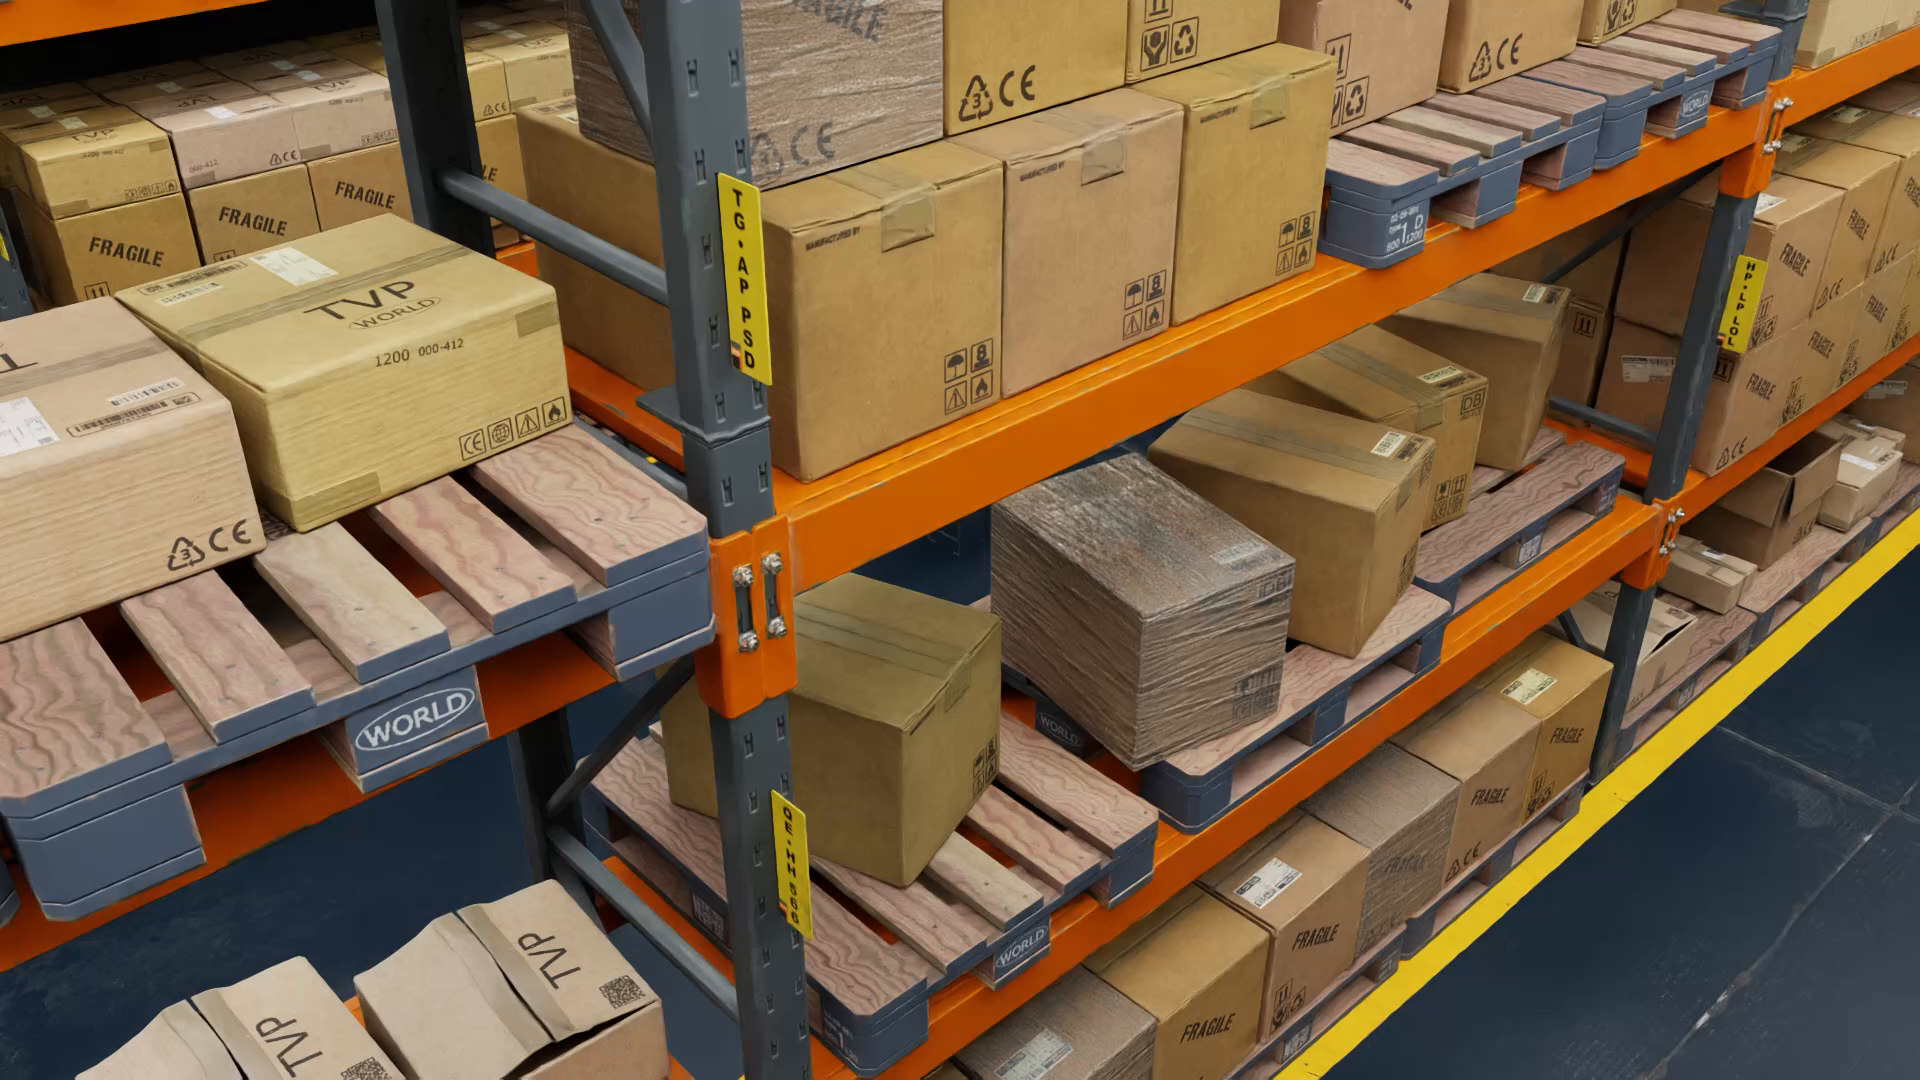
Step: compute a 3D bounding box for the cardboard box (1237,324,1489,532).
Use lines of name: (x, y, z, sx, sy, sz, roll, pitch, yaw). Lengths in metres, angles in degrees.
cardboard box: (1.268, -0.373, 5.486, 0.500, 0.500, 0.700, -19, 36, -28)

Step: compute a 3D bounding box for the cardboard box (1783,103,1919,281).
cardboard box: (3.520, -1.396, 6.603, 0.500, 0.500, 0.500, -27, 41, -37)

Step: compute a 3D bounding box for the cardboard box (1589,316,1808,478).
cardboard box: (2.787, -0.621, 6.295, 0.500, 0.500, 0.500, -25, 39, -34)

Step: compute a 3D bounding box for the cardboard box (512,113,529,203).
cardboard box: (-2.051, -1.954, 8.170, 0.500, 0.500, 0.500, -26, 40, -35)

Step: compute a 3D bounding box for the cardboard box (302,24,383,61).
cardboard box: (-2.786, -2.279, 7.982, 0.500, 0.250, 0.500, -27, 40, -36)

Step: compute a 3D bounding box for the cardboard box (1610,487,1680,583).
cardboard box: (3.003, -0.119, 7.725, 0.500, 0.311, 0.500, -26, 40, -35)

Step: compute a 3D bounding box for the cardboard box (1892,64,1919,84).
cardboard box: (4.275, -1.762, 7.201, 0.500, 0.500, 0.500, -25, 39, -34)

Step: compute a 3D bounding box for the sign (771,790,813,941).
sign: (-0.325, 0.634, 3.228, 0.005, 0.325, 0.100, -26, 40, -35)

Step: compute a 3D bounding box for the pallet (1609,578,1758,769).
pallet: (2.732, 0.445, 7.321, 1.213, 0.211, 1.003, -26, 40, -35)

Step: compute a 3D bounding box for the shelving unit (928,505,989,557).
shelving unit: (-0.011, -0.507, 7.929, 0.189, 1.200, 0.258, -26, 40, -35)

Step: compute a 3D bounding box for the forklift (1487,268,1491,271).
forklift: (2.666, -2.359, 9.299, 3.031, 2.935, 1.130, -23, 38, -32)

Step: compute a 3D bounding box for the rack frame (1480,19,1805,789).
rack frame: (2.228, -0.502, 6.195, 0.127, 3.000, 1.000, -26, 40, -35)

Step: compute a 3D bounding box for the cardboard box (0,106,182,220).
cardboard box: (-3.546, -1.547, 6.786, 0.500, 0.250, 0.500, -25, 39, -34)

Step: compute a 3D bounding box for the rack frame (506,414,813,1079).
rack frame: (-0.705, 0.917, 3.875, 0.127, 3.000, 1.000, -26, 40, -35)

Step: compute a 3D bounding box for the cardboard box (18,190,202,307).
cardboard box: (-3.546, -1.229, 6.985, 0.500, 0.500, 0.500, -24, 39, -34)

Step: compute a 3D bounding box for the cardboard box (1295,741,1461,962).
cardboard box: (1.325, 1.011, 5.695, 0.500, 0.500, 0.500, -25, 39, -35)

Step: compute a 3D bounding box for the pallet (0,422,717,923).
pallet: (-1.142, -0.007, 2.692, 1.003, 0.211, 1.213, -24, 39, -33)

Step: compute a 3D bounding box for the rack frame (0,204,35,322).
rack frame: (-4.076, -0.977, 6.972, 0.127, 3.000, 1.000, -26, 40, -35)

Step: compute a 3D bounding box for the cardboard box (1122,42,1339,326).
cardboard box: (0.347, -0.938, 3.938, 0.500, 0.500, 0.910, -26, 40, -35)

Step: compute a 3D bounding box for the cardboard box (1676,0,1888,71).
cardboard box: (2.753, -1.795, 5.579, 0.500, 0.250, 0.500, -26, 40, -35)

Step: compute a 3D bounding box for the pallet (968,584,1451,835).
pallet: (0.718, 0.307, 5.056, 1.213, 0.211, 1.003, -26, 40, -35)

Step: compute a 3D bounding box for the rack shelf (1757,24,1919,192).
rack shelf: (3.695, -2.184, 6.761, 4.000, 0.370, 1.077, -26, 40, -35)

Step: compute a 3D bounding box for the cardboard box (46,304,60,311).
cardboard box: (-3.677, -0.906, 7.078, 0.250, 0.149, 0.380, -26, 40, -36)

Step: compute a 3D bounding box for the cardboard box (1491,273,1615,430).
cardboard box: (2.420, -0.820, 6.620, 0.500, 0.500, 0.500, -25, 39, -35)

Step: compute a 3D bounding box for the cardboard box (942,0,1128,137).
cardboard box: (-0.007, -1.165, 3.351, 0.500, 0.500, 0.500, -26, 40, -35)

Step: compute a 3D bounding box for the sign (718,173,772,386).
sign: (-0.334, -0.402, 2.585, 0.005, 0.325, 0.100, -26, 40, -35)

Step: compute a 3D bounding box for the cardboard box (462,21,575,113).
cardboard box: (-2.067, -2.271, 7.970, 0.500, 0.250, 0.500, -25, 39, -35)

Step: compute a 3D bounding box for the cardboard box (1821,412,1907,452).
cardboard box: (4.572, -0.503, 8.492, 0.250, 0.166, 0.380, -26, 40, -35)

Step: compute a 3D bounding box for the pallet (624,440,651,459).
pallet: (-1.657, -0.903, 9.525, 1.213, 0.211, 1.003, -26, 40, -35)

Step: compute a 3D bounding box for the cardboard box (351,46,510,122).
cardboard box: (-2.440, -2.090, 7.674, 0.500, 0.250, 0.500, -27, 40, -36)

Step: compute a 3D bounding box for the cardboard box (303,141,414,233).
cardboard box: (-2.791, -1.587, 7.570, 0.500, 0.500, 0.500, -26, 40, -36)

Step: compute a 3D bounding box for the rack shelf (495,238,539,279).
rack shelf: (-2.609, -1.379, 8.320, 4.000, 0.370, 1.077, -26, 40, -35)

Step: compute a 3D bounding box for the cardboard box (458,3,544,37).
cardboard box: (-2.400, -2.462, 8.282, 0.500, 0.250, 0.500, -27, 41, -37)

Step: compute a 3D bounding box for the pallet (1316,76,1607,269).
pallet: (0.944, -1.128, 4.524, 1.003, 0.211, 1.213, -26, 40, -35)

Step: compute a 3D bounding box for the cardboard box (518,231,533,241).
cardboard box: (-2.159, -1.635, 8.270, 0.250, 0.149, 0.380, -27, 41, -37)

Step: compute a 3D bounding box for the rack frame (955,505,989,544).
rack frame: (0.056, -0.539, 7.982, 0.006, 1.200, 0.240, -26, 40, -35)

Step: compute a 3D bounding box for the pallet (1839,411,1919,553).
pallet: (4.522, -0.421, 8.736, 1.213, 0.211, 1.003, -26, 40, -35)

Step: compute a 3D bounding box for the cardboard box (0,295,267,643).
cardboard box: (-1.371, -0.103, 2.408, 0.500, 0.250, 0.500, -25, 39, -34)

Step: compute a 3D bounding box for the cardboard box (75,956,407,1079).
cardboard box: (-1.492, 1.198, 3.501, 0.500, 0.311, 0.500, -26, 40, -36)

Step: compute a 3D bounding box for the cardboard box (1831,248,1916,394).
cardboard box: (3.529, -0.980, 6.882, 0.500, 0.500, 0.500, -26, 40, -36)

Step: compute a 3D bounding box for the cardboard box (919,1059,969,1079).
cardboard box: (-0.177, 1.744, 4.498, 0.500, 0.500, 0.500, -24, 39, -34)

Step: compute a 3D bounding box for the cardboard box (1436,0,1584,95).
cardboard box: (1.334, -1.650, 4.603, 0.600, 0.600, 0.600, -26, 40, -36)

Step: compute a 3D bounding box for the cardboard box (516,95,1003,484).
cardboard box: (-0.408, -0.573, 3.341, 0.500, 0.500, 0.910, -26, 40, -35)

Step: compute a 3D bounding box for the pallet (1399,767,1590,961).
pallet: (1.657, 0.991, 6.427, 1.213, 0.211, 1.003, -26, 40, -35)

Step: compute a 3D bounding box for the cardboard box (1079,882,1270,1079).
cardboard box: (0.574, 1.380, 5.093, 0.500, 0.500, 0.500, -26, 40, -36)

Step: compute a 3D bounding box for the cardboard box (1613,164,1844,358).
cardboard box: (2.765, -1.031, 6.006, 0.500, 0.500, 0.500, -25, 39, -34)

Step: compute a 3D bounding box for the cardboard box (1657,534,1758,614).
cardboard box: (3.311, 0.142, 7.436, 0.250, 0.166, 0.380, -26, 40, -35)

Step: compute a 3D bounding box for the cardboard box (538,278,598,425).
cardboard box: (-2.181, -1.061, 8.768, 0.750, 0.750, 0.750, -24, 39, -34)

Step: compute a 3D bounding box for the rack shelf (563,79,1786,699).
rack shelf: (0.762, -0.765, 4.440, 4.000, 0.370, 1.077, -26, 40, -35)

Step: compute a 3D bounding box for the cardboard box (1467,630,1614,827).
cardboard box: (2.061, 0.662, 6.267, 0.500, 0.500, 0.500, -26, 40, -36)

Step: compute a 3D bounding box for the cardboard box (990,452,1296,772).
cardboard box: (0.481, 0.177, 4.586, 0.500, 0.500, 0.700, -18, 36, -27)

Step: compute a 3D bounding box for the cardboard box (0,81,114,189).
cardboard box: (-3.920, -1.735, 7.093, 0.500, 0.250, 0.500, -25, 39, -34)
